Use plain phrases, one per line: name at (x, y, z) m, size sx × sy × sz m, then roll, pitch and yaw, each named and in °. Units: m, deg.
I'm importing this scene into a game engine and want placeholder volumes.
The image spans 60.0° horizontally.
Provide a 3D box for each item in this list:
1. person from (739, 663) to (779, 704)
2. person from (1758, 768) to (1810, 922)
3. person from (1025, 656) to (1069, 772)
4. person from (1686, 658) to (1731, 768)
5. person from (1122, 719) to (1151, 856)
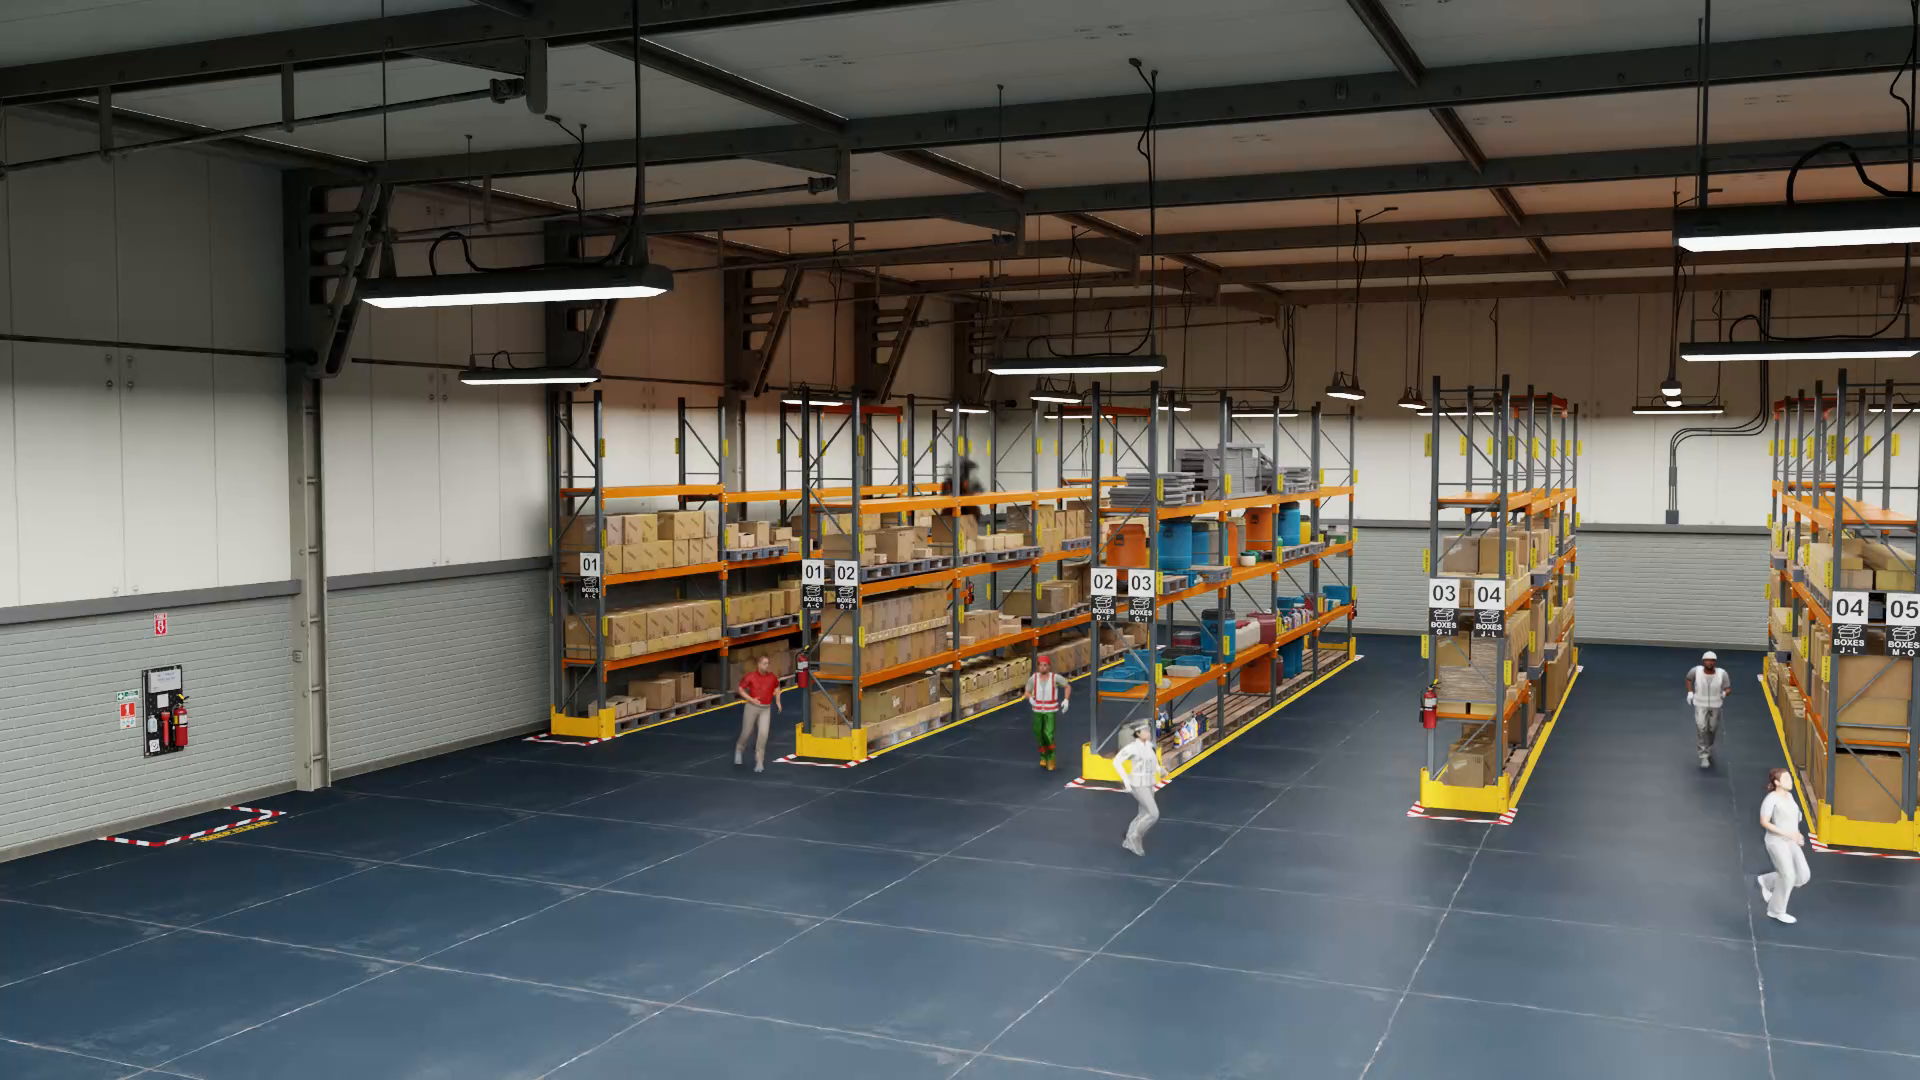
person at (-3.100, 2.251, 25.979) m, size 0.681 × 0.682 × 0.254 m, roll -1°, pitch 3°, yaw -23°
person at (8.706, 3.221, 17.637) m, size 0.565 × 1.629 × 0.567 m, roll -2°, pitch 4°, yaw -32°
person at (1.324, 2.695, 25.767) m, size 0.670 × 1.806 × 0.693 m, roll 1°, pitch 3°, yaw 15°
person at (11.882, 2.668, 26.410) m, size 0.625 × 1.761 × 0.982 m, roll 1°, pitch 3°, yaw 15°
person at (2.168, 3.029, 20.474) m, size 0.395 × 1.661 × 0.316 m, roll 3°, pitch 4°, yaw 39°
